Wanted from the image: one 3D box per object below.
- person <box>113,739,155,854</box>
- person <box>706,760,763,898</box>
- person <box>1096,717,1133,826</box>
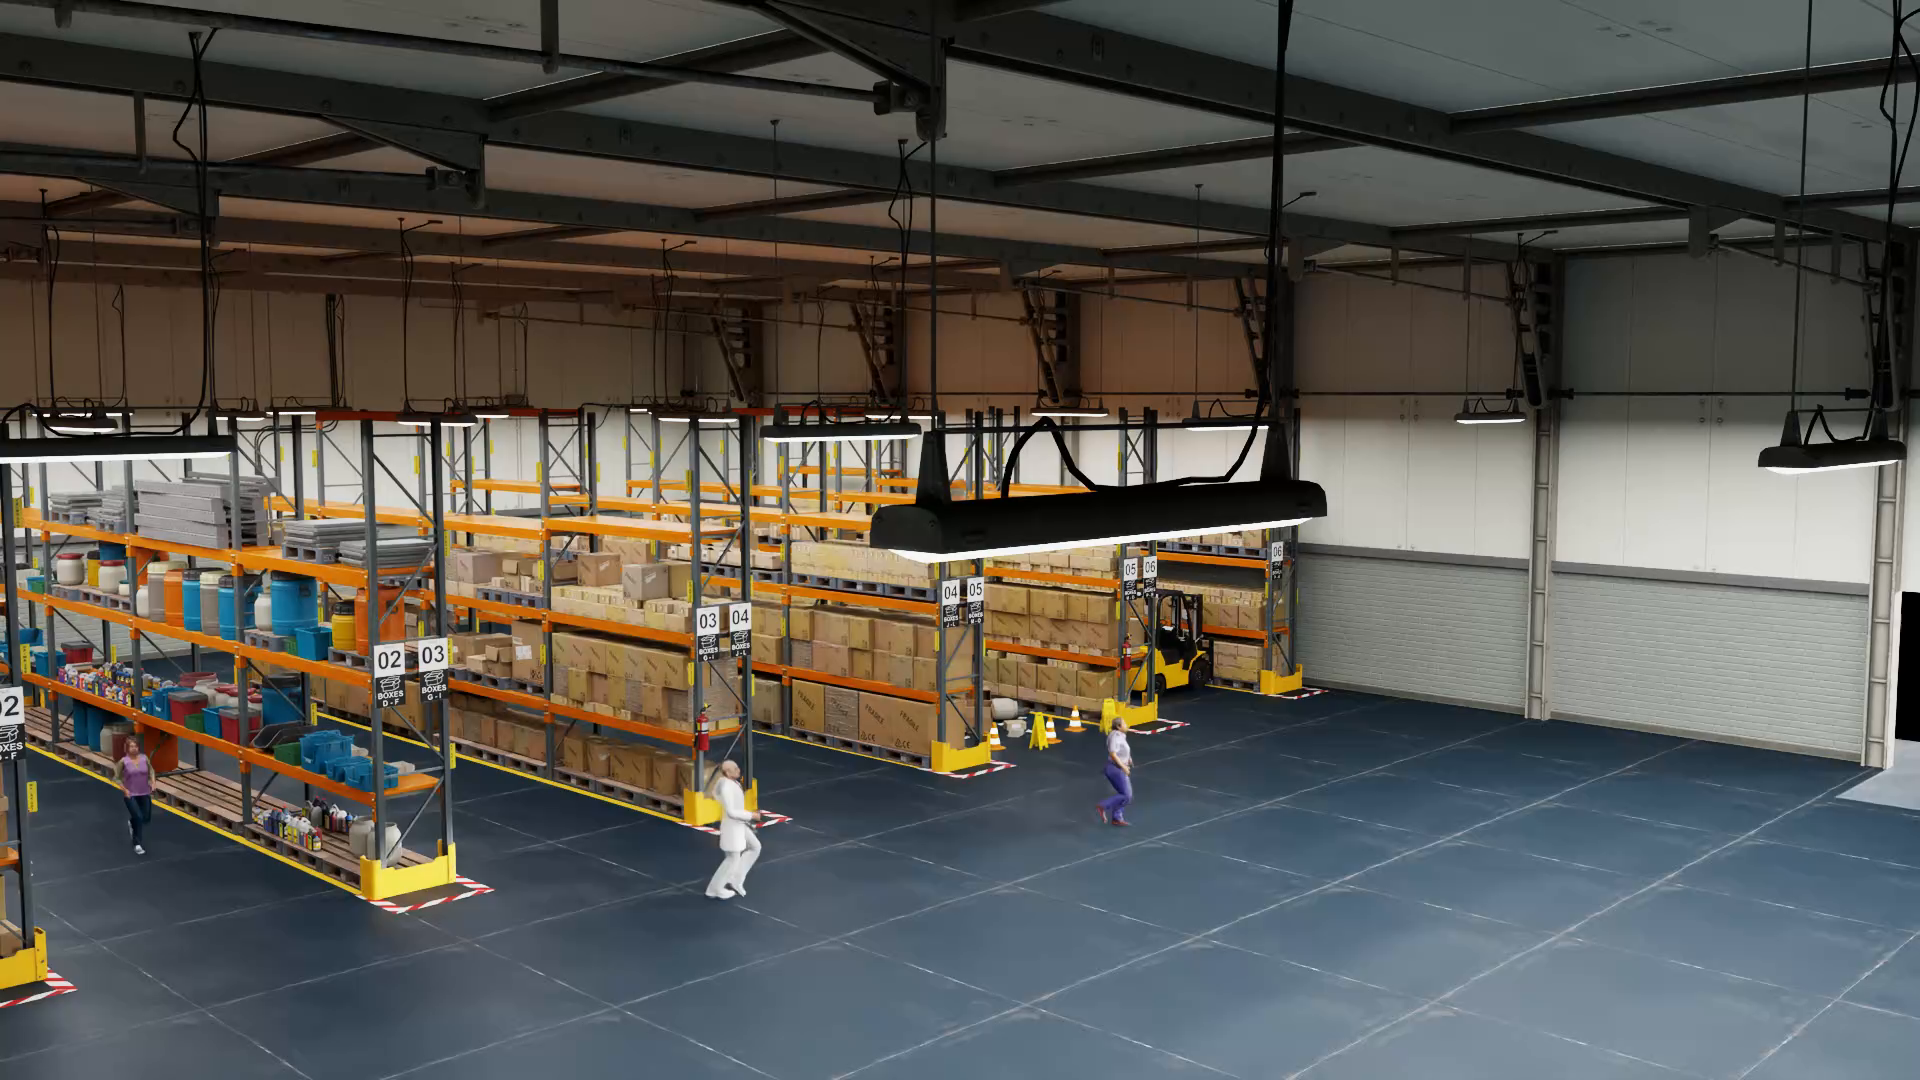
[{"bbox_3d":[-11.425,3.525,23.029,0.542,1.570,0.555,-5,7,-43],"label":"person"},{"bbox_3d":[-2.827,3.621,20.842,0.730,1.765,0.681,0,5,-4],"label":"person"},{"bbox_3d":[2.257,3.392,24.330,0.601,1.612,0.602,0,5,-5],"label":"person"}]
